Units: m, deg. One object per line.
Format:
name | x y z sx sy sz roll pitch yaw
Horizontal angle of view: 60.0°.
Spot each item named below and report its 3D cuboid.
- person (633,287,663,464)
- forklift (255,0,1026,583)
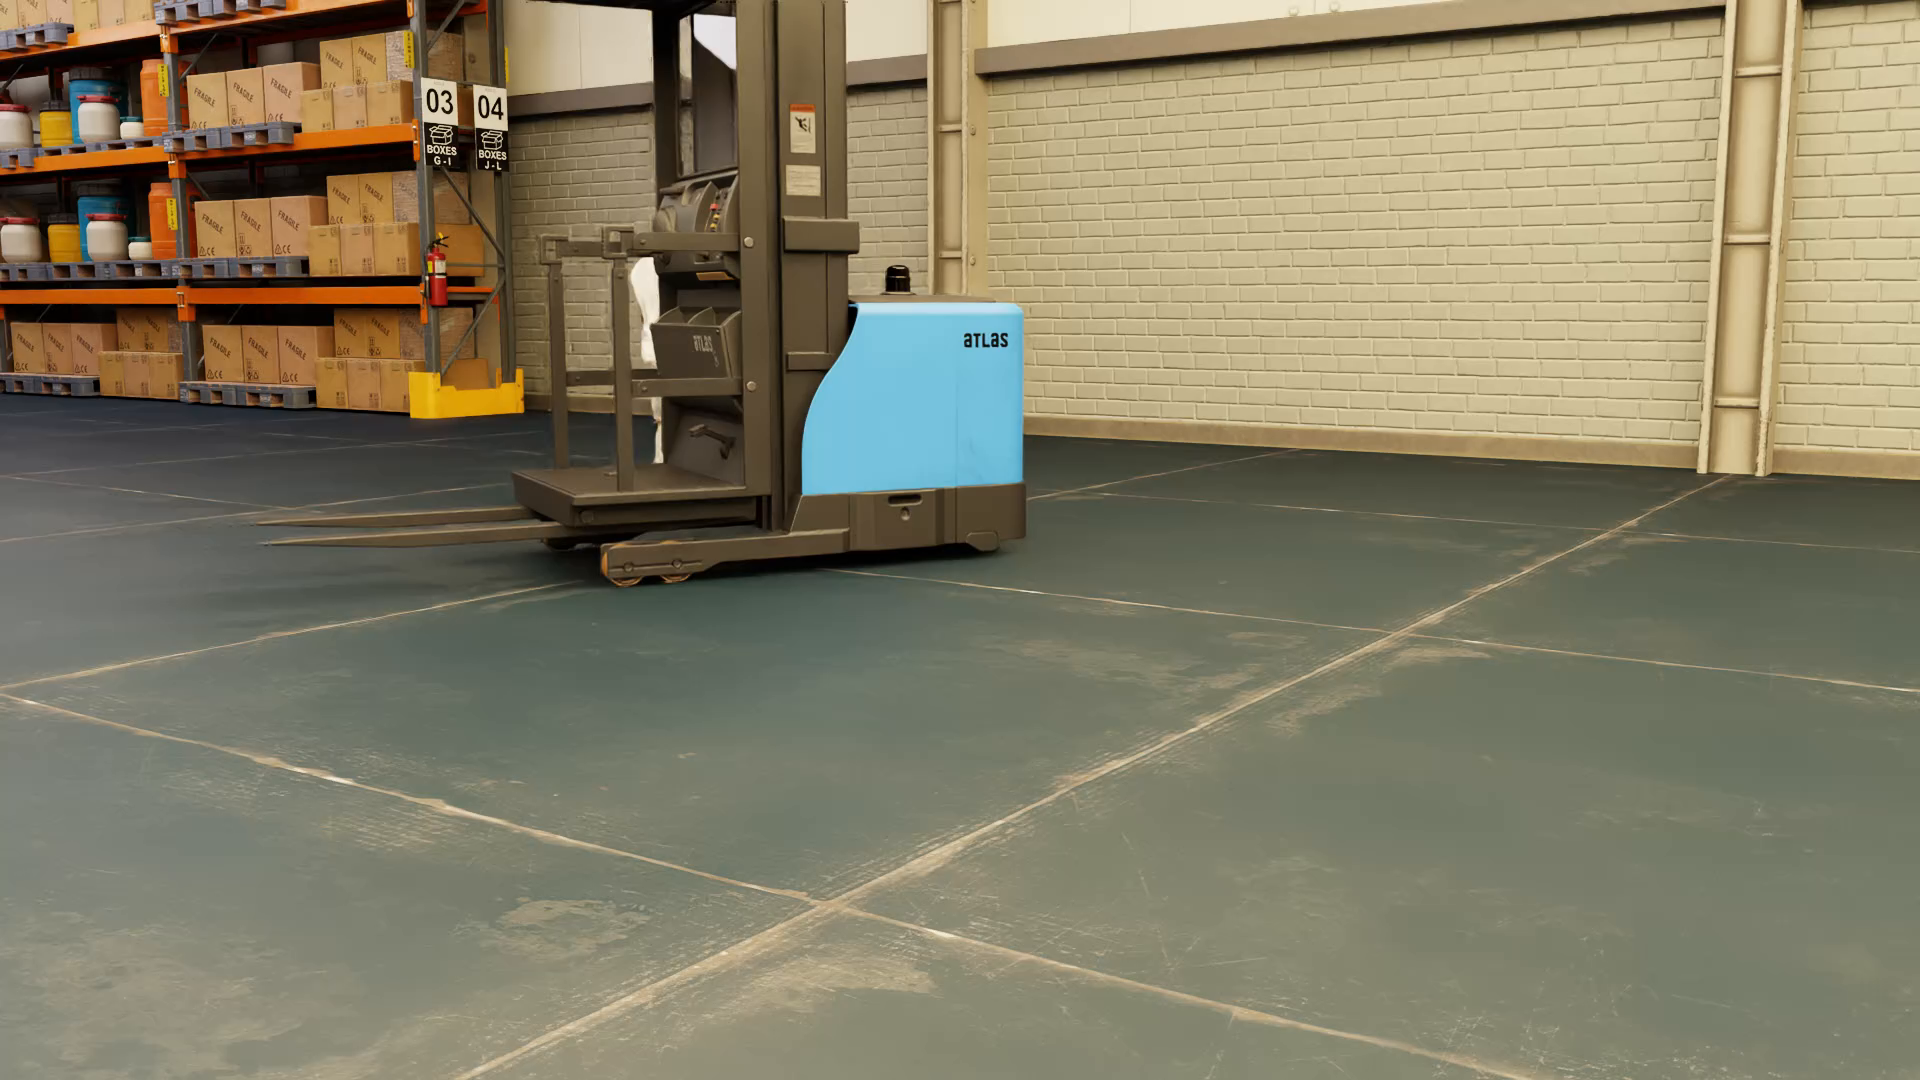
person | -1.372 -1.009 8.968 0.841 1.646 0.841 2 8 16
forklift | -11.814 -2.332 13.590 15.463 2.935 23.089 -4 9 -27
